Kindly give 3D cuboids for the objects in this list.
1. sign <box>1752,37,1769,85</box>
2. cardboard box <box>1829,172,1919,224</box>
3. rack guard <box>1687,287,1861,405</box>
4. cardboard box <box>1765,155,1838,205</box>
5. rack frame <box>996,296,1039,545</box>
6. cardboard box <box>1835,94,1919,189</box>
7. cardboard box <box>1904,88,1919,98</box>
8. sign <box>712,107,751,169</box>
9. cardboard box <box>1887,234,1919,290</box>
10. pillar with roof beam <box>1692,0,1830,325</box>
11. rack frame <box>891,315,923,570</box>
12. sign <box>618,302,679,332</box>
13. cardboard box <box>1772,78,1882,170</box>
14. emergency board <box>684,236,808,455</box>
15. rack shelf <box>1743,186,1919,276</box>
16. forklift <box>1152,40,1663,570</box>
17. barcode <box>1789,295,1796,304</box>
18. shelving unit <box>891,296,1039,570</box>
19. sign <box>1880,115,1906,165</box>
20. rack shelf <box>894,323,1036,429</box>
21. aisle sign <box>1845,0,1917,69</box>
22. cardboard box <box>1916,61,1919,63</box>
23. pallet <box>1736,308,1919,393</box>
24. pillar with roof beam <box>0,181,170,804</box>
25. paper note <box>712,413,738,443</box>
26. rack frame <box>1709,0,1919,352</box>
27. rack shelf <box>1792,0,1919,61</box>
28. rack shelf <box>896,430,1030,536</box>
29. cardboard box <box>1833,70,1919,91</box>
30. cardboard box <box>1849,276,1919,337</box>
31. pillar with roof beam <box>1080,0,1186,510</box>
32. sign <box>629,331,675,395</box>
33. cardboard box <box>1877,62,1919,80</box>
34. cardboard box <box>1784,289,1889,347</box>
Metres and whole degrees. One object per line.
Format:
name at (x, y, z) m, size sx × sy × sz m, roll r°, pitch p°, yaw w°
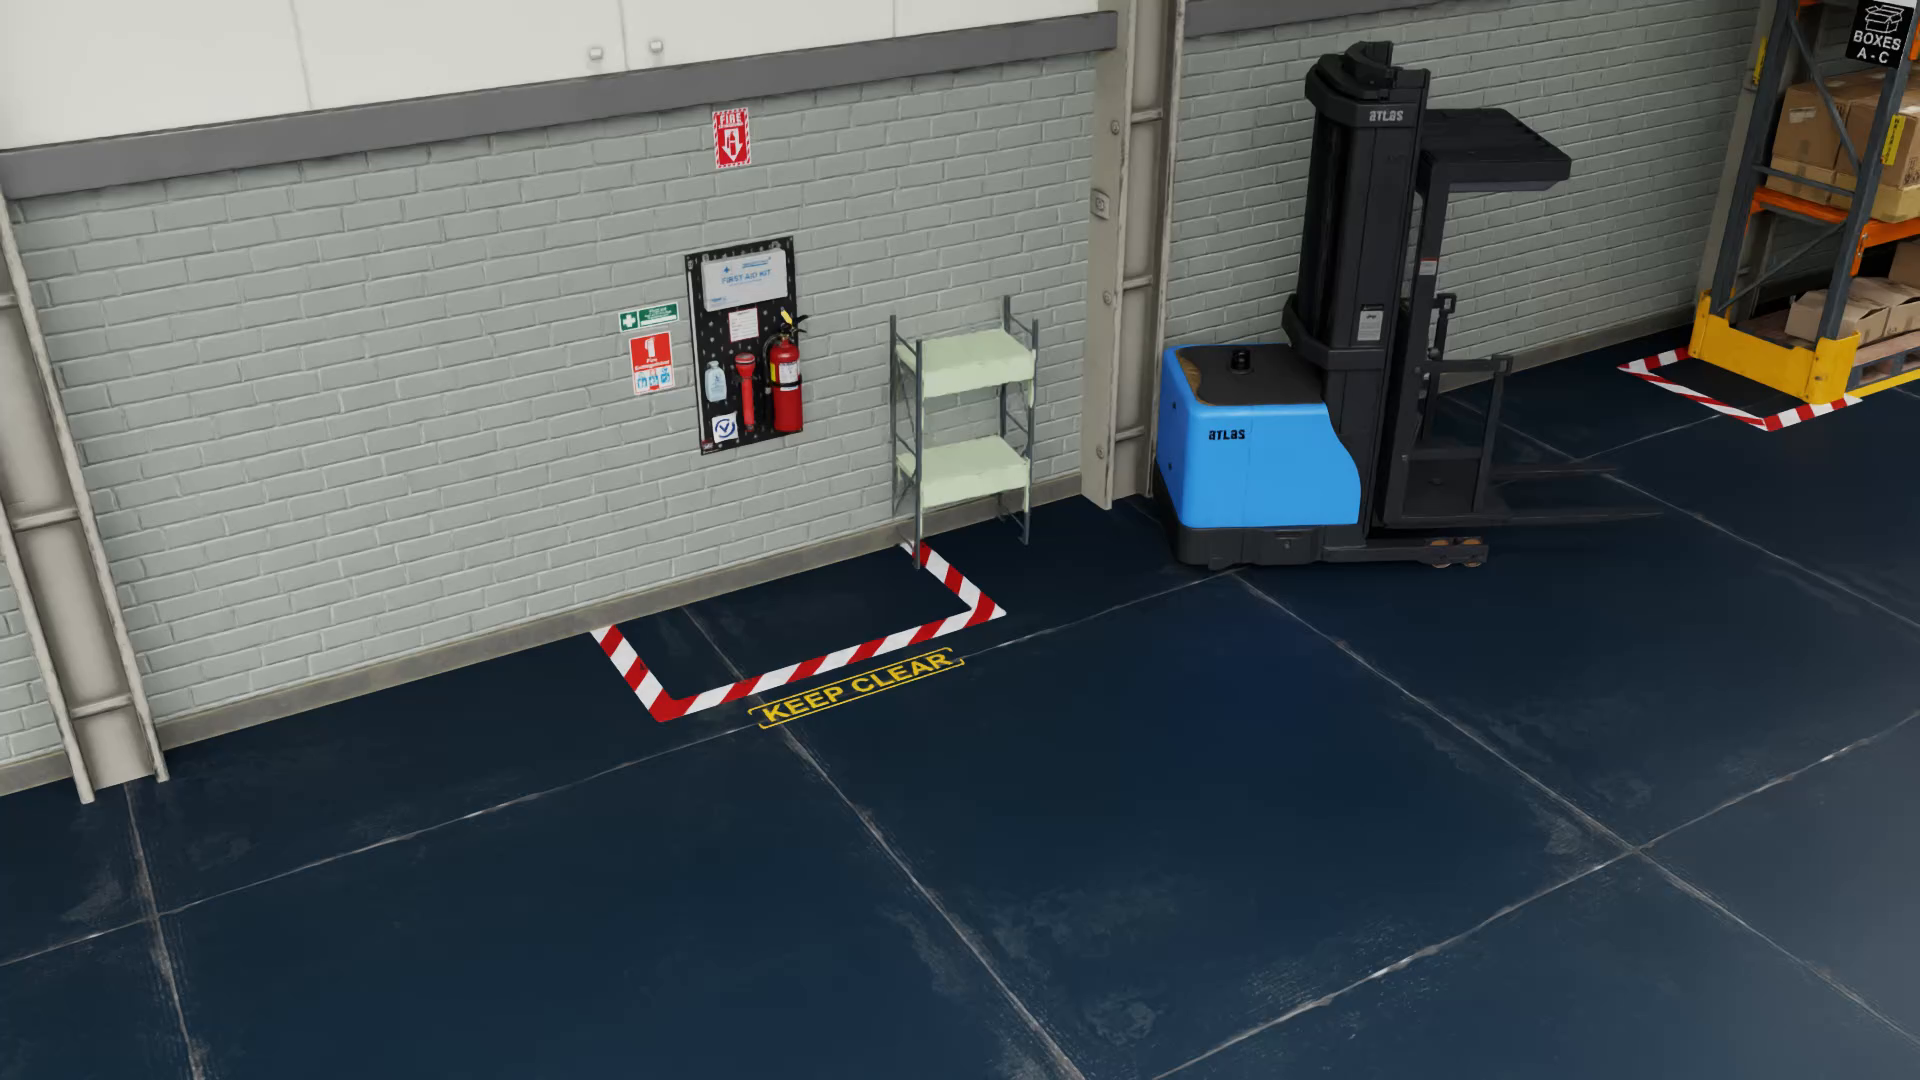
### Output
sign at (5.769, -3.435, 11.942) m, size 0.005 × 0.325 × 0.100 m, roll -16°, pitch 33°, yaw -26°
cardboard box at (6.615, -2.484, 11.878) m, size 0.500 × 0.250 × 0.500 m, roll -17°, pitch 33°, yaw -28°
rack guard at (6.099, -1.477, 12.508) m, size 0.348 × 0.500 × 1.175 m, roll -16°, pitch 33°, yaw -26°
cardboard box at (6.338, -2.692, 12.255) m, size 0.500 × 0.250 × 0.500 m, roll -15°, pitch 32°, yaw -26°
rack frame at (0.343, -0.706, 10.064) m, size 0.023 × 1.500 × 0.400 m, roll -13°, pitch 34°, yaw -22°
cardboard box at (6.597, -2.816, 11.705) m, size 0.500 × 0.500 × 0.500 m, roll -16°, pitch 33°, yaw -26°
cardboard box at (7.028, -2.933, 11.917) m, size 0.500 × 0.500 × 0.500 m, roll -16°, pitch 33°, yaw -26°
sign at (-1.182, -2.082, 8.617) m, size 0.199 × 0.298 × 0.001 m, roll -16°, pitch 33°, yaw -26°
cardboard box at (7.825, -2.082, 13.147) m, size 0.500 × 0.500 × 0.700 m, roll -18°, pitch 34°, yaw -29°
pillar with roof beam at (8.380, -3.918, 8.135) m, size 0.400 × 9.000 × 9.100 m, roll -16°, pitch 33°, yaw -26°
rack frame at (-0.318, -0.556, 9.788) m, size 0.023 × 1.500 × 0.400 m, roll -13°, pitch 34°, yaw -22°
sign at (-1.645, -1.180, 8.796) m, size 0.331 × 0.109 × 0.001 m, roll -16°, pitch 33°, yaw -26°
cardboard box at (6.332, -3.029, 12.090) m, size 0.500 × 0.500 × 0.500 m, roll -16°, pitch 33°, yaw -27°
emergency board at (-1.124, -1.027, 9.105) m, size 0.643 × 1.169 × 0.194 m, roll -16°, pitch 33°, yaw -26°
rack shelf at (7.758, -2.728, 12.931) m, size 4.000 × 0.370 × 1.077 m, roll -16°, pitch 33°, yaw -26°
forklift at (2.782, -1.369, 9.796) m, size 3.031 × 2.935 × 1.130 m, roll -2°, pitch 29°, yaw -3°
barcode at (6.488, -1.876, 12.960) m, size 0.075 × 0.075 × 0.001 m, roll -16°, pitch 33°, yaw -26°
shelving unit at (0.013, -0.631, 9.926) m, size 0.755 × 1.500 × 0.431 m, roll -13°, pitch 34°, yaw -22°
sign at (6.308, -2.706, 11.252) m, size 0.005 × 0.325 × 0.100 m, roll -16°, pitch 33°, yaw -26°
rack shelf at (0.021, -0.966, 9.726) m, size 0.720 × 0.370 × 0.431 m, roll -13°, pitch 34°, yaw -22°
aisle sign at (6.123, -3.549, 10.984) m, size 0.004 × 0.787 × 0.394 m, roll -16°, pitch 33°, yaw -26°
cardboard box at (7.649, -3.399, 12.762) m, size 0.500 × 0.500 × 0.500 m, roll -15°, pitch 32°, yaw -26°
pallet at (6.817, -1.535, 12.911) m, size 1.213 × 0.211 × 1.003 m, roll -16°, pitch 33°, yaw -26°
pillar with roof beam at (-1.966, -0.981, 2.812) m, size 0.400 × 9.000 × 9.100 m, roll -16°, pitch 33°, yaw -26°
paper note at (-1.312, -0.627, 9.292) m, size 0.142 × 0.148 × 0.016 m, roll -16°, pitch 33°, yaw -26°
rack frame at (6.033, -2.553, 11.870) m, size 0.127 × 3.000 × 1.000 m, roll -16°, pitch 33°, yaw -26°
rack shelf at (7.758, -4.041, 12.206) m, size 4.000 × 0.370 × 1.077 m, roll -16°, pitch 33°, yaw -26°
rack shelf at (0.006, -0.351, 10.093) m, size 0.720 × 0.370 × 0.431 m, roll -13°, pitch 34°, yaw -22°
cardboard box at (6.771, -3.148, 12.306) m, size 0.500 × 0.500 × 0.500 m, roll -15°, pitch 32°, yaw -26°
cardboard box at (7.167, -1.840, 12.905) m, size 0.500 × 0.311 × 0.500 m, roll -13°, pitch 31°, yaw -22°
pillar with roof beam at (3.207, -2.449, 5.473) m, size 0.400 × 9.000 × 9.100 m, roll -16°, pitch 33°, yaw -26°
sign at (-1.653, -0.950, 8.929) m, size 0.234 × 0.329 × 0.001 m, roll -16°, pitch 33°, yaw -26°
cardboard box at (7.215, -3.276, 12.538) m, size 0.500 × 0.500 × 0.500 m, roll -17°, pitch 33°, yaw -28°
cardboard box at (6.675, -1.701, 12.653) m, size 0.500 × 0.311 × 0.500 m, roll -20°, pitch 35°, yaw -32°
